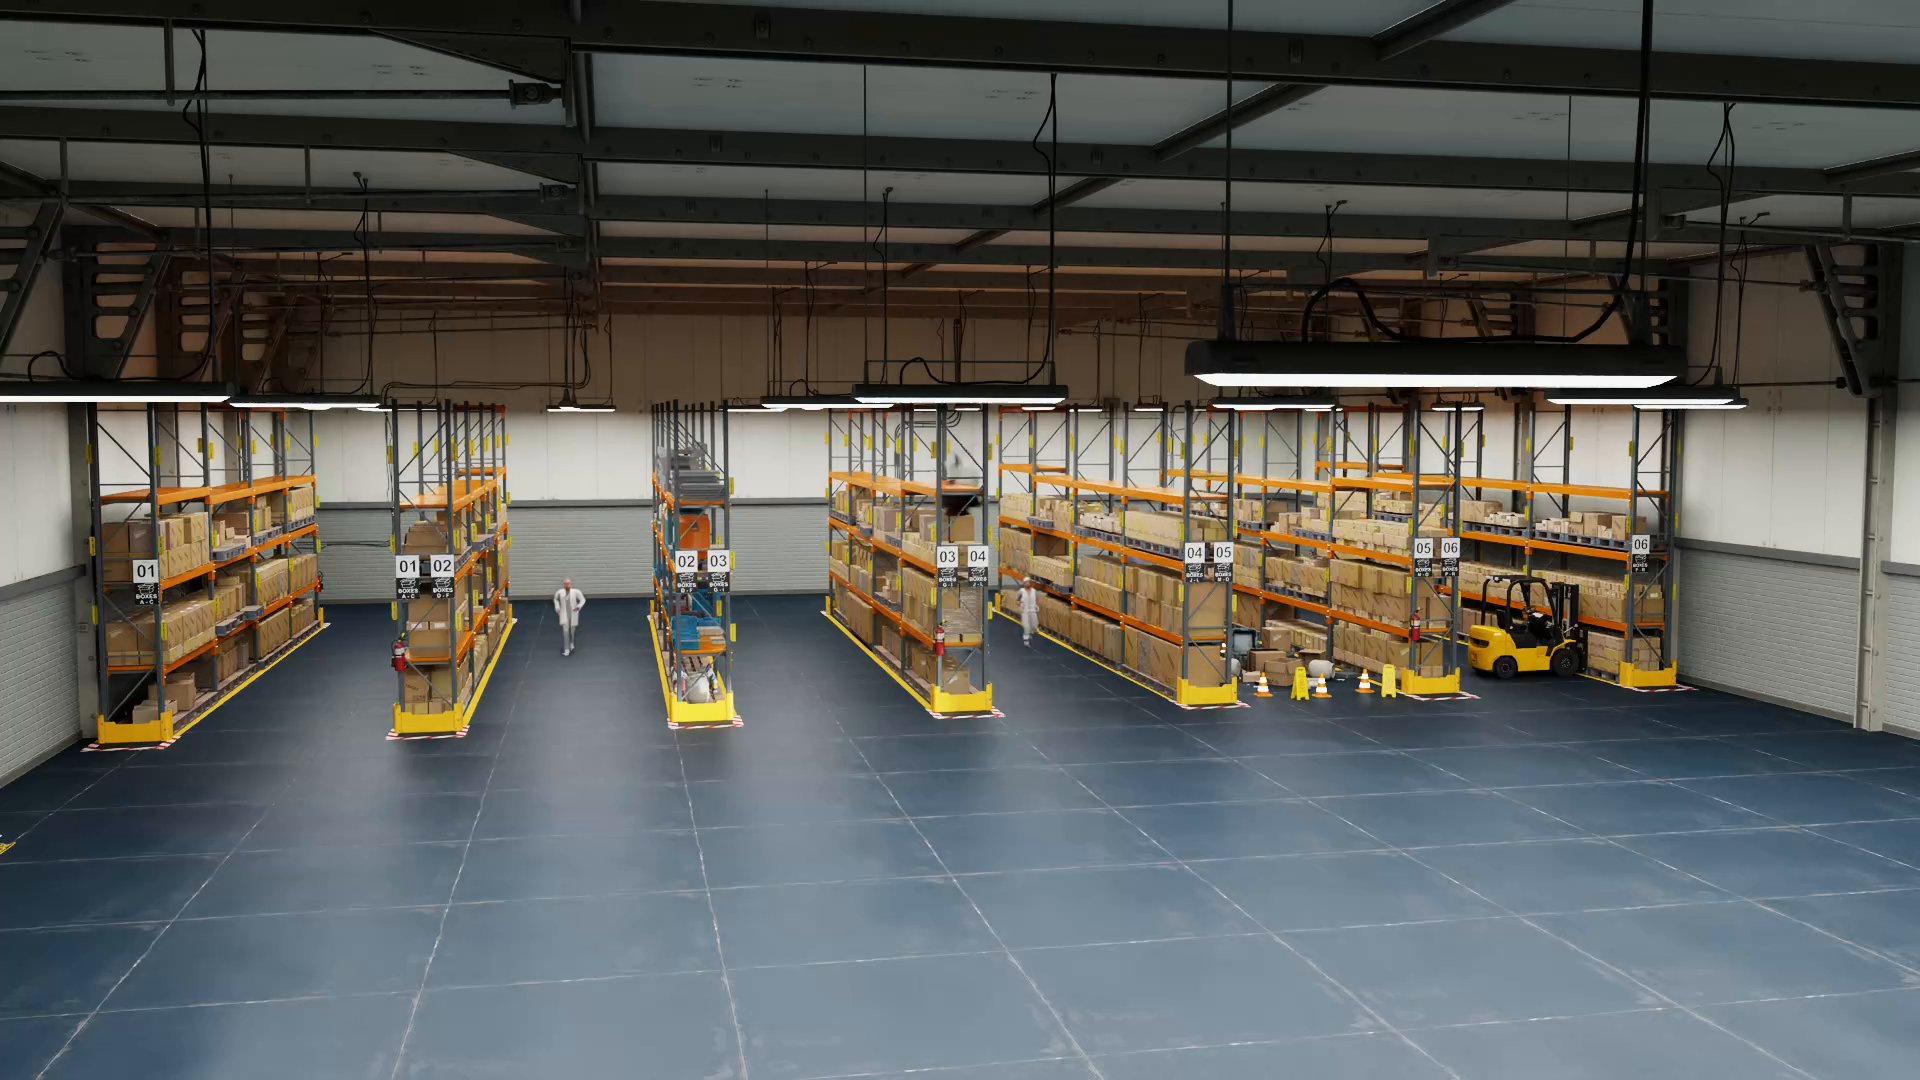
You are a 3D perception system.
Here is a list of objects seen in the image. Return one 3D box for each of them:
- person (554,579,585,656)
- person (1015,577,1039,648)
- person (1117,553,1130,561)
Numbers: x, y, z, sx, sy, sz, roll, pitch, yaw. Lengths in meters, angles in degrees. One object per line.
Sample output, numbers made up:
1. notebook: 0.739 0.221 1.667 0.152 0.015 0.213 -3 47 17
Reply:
1. person: -9.361 1.838 39.903 0.737 1.820 0.876 -1 4 -9
2. person: 1.684 1.778 40.736 0.648 1.740 0.598 -1 4 -14
3. person: 4.947 1.082 50.789 0.809 1.693 0.582 -1 4 -16
